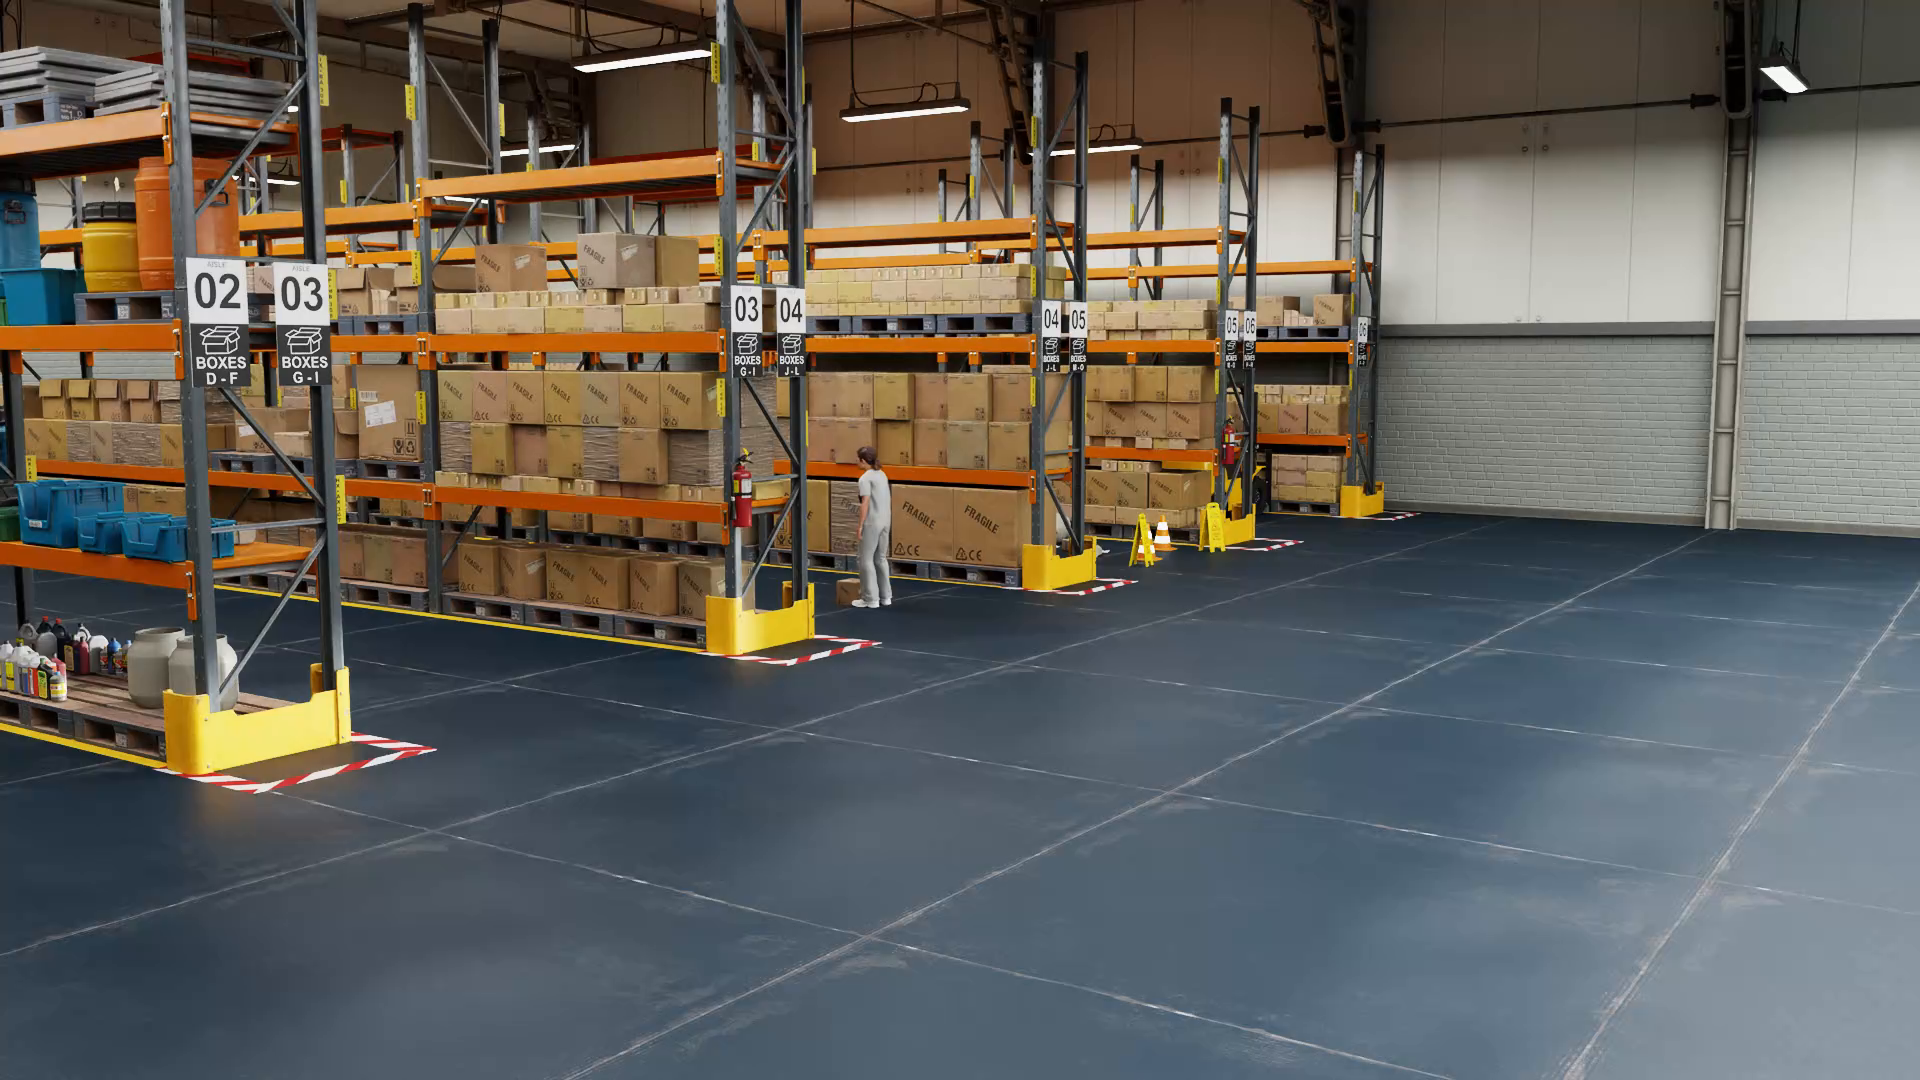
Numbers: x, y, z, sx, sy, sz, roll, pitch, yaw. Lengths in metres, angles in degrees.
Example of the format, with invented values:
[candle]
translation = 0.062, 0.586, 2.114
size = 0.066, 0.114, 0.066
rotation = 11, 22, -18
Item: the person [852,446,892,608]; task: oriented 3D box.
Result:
[person]
translation = -0.908, -0.142, 17.249
size = 0.361, 1.671, 0.513
rotation = 4, 7, 30
